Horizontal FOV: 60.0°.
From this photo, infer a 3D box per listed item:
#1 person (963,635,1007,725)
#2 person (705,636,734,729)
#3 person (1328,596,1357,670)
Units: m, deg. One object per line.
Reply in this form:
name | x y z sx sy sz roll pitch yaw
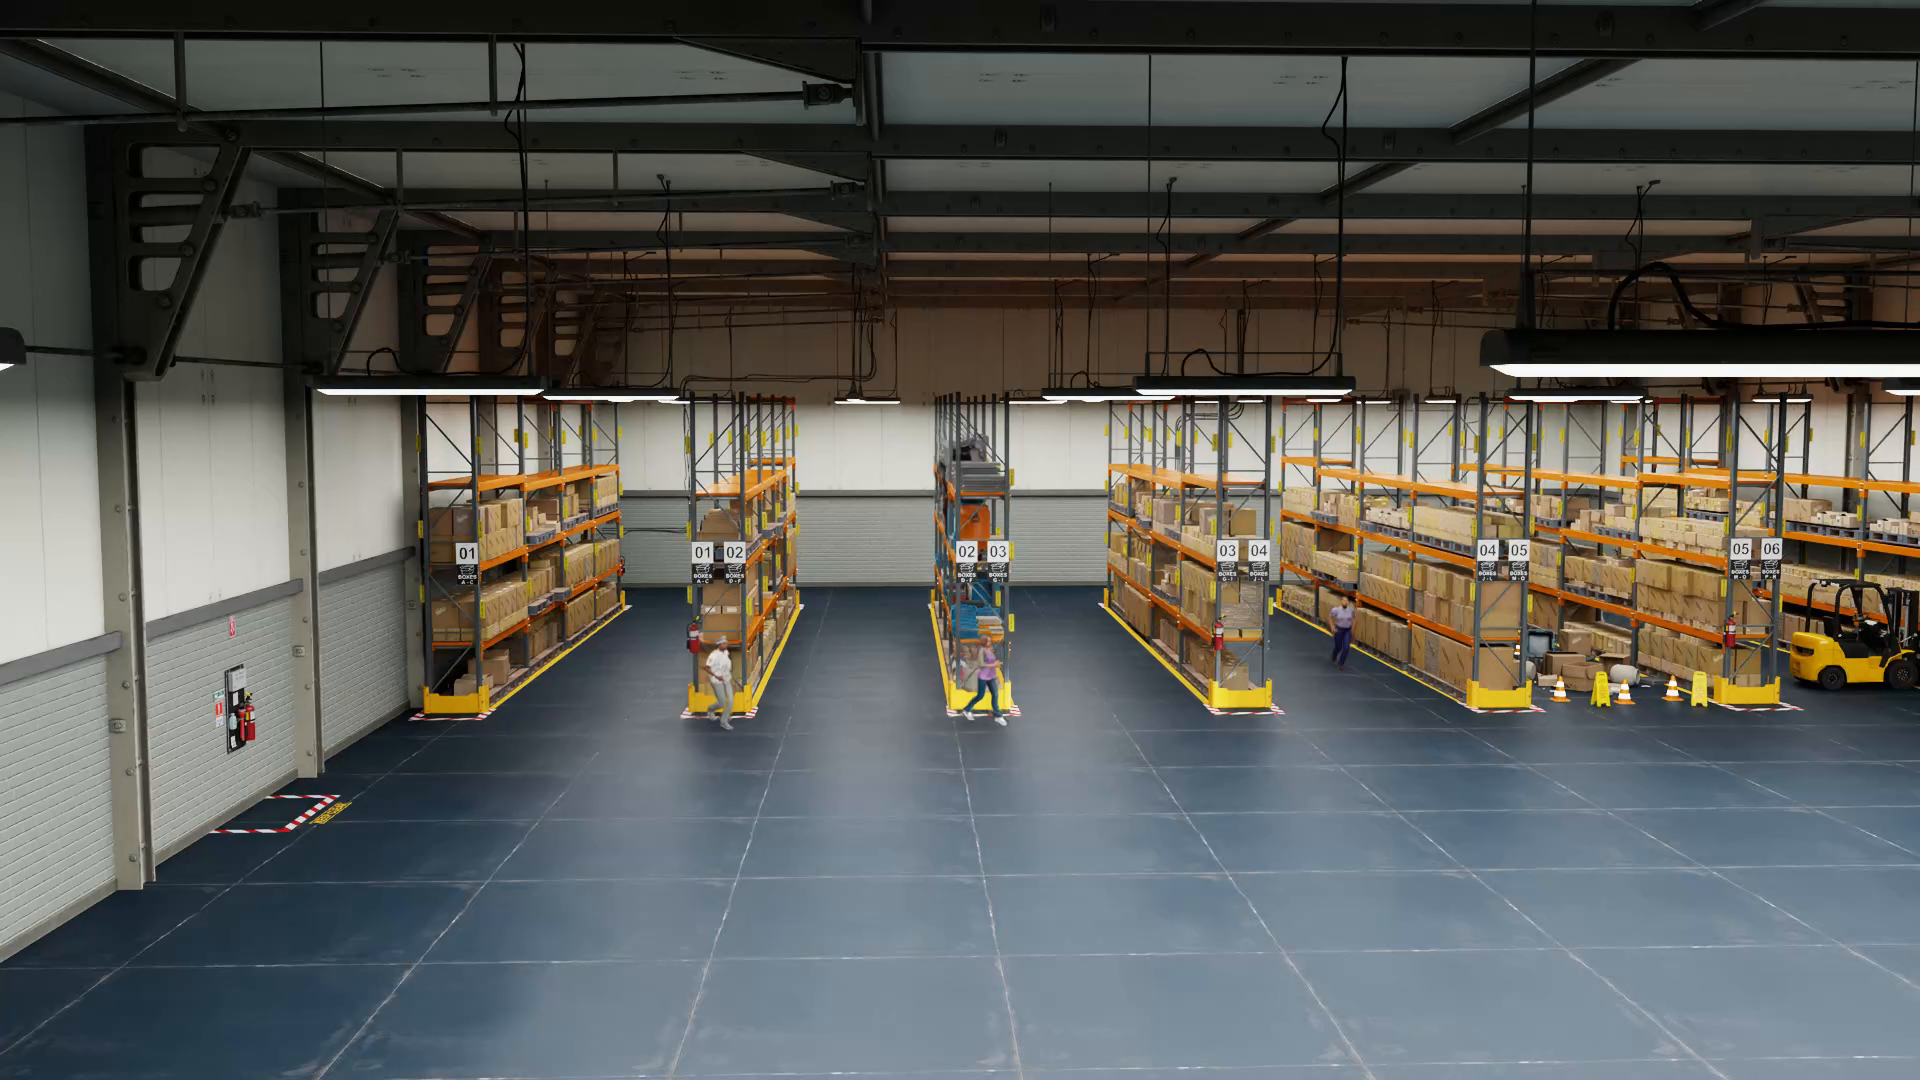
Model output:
person | 0.468 2.505 29.915 0.855 1.601 0.536 3 5 33
person | -4.287 2.530 29.686 0.598 1.676 0.612 4 6 40
person | 8.366 2.021 36.390 0.624 1.612 0.546 0 5 -4
